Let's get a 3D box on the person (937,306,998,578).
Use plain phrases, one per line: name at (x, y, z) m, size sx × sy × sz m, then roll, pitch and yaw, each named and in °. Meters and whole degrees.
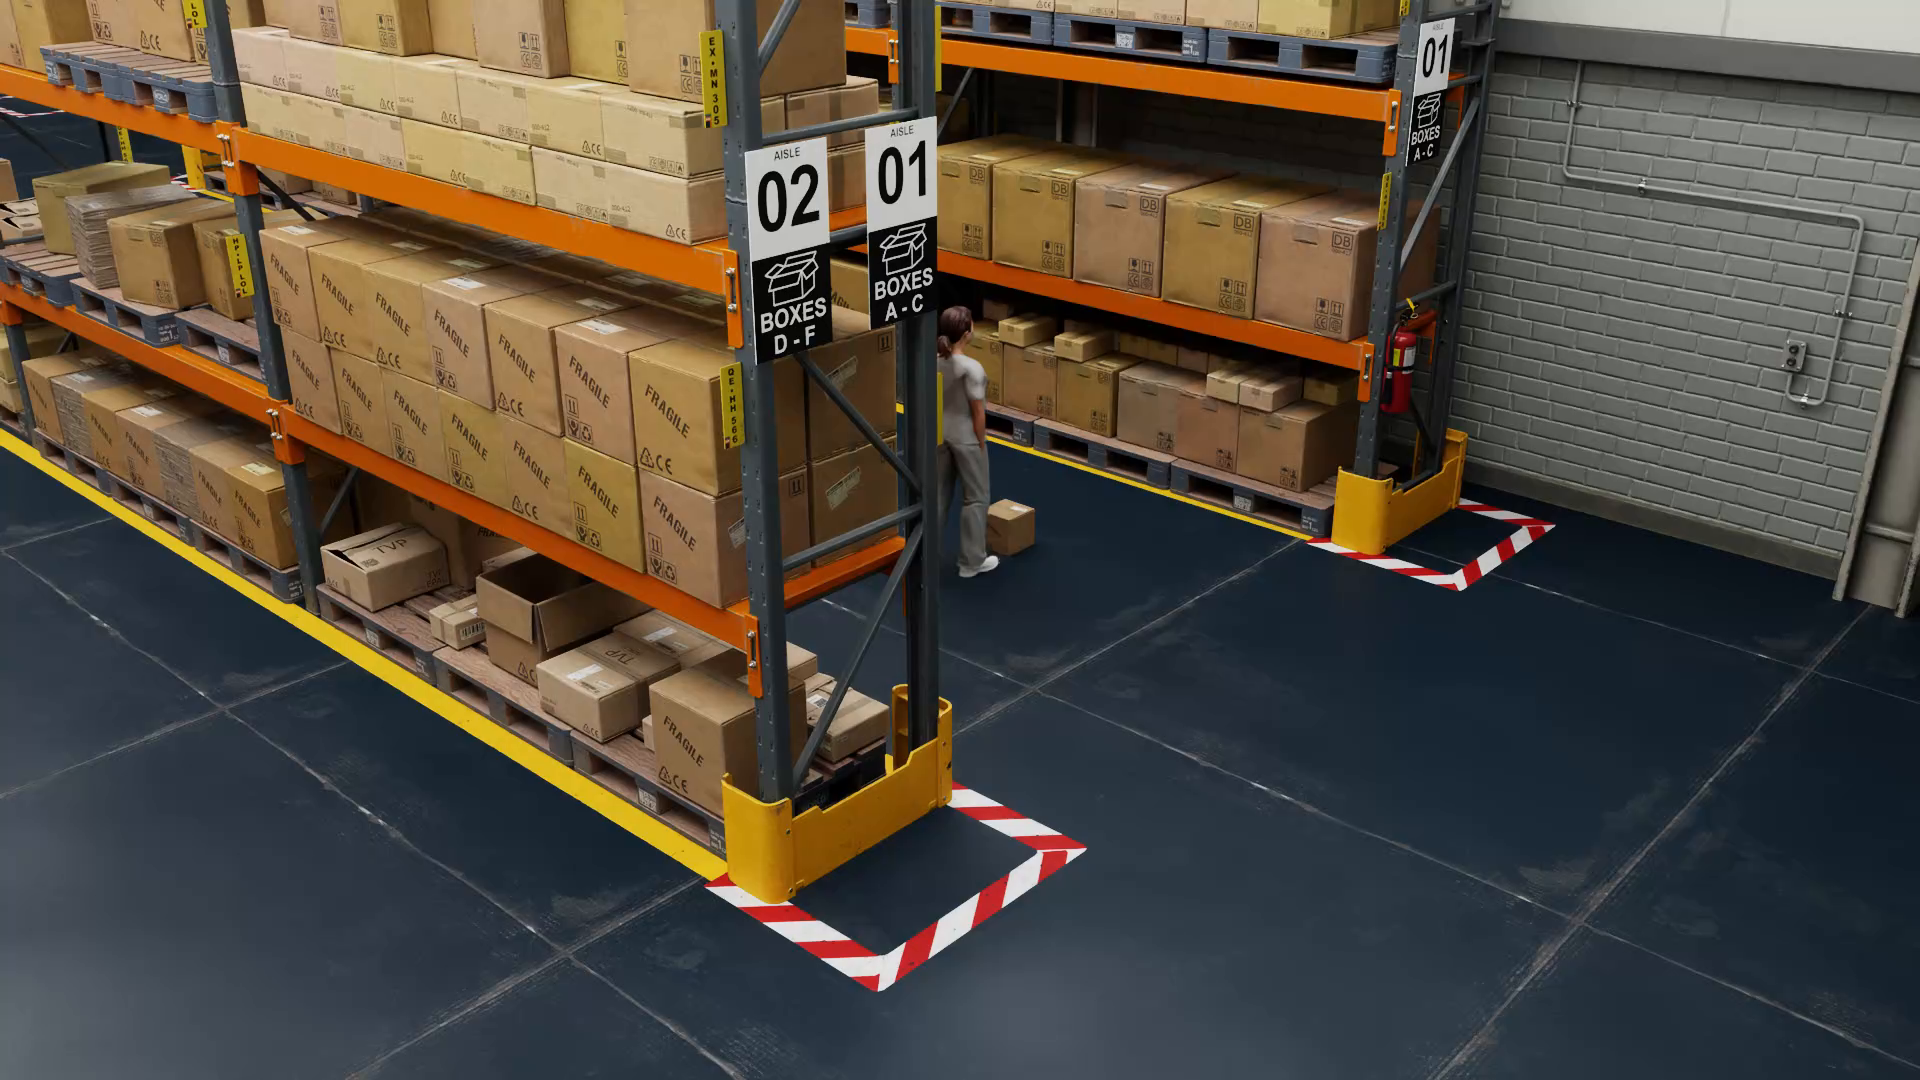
person at (-0.017, -0.536, 9.941) m, size 0.443 × 1.722 × 0.442 m, roll 21°, pitch 31°, yaw 39°
